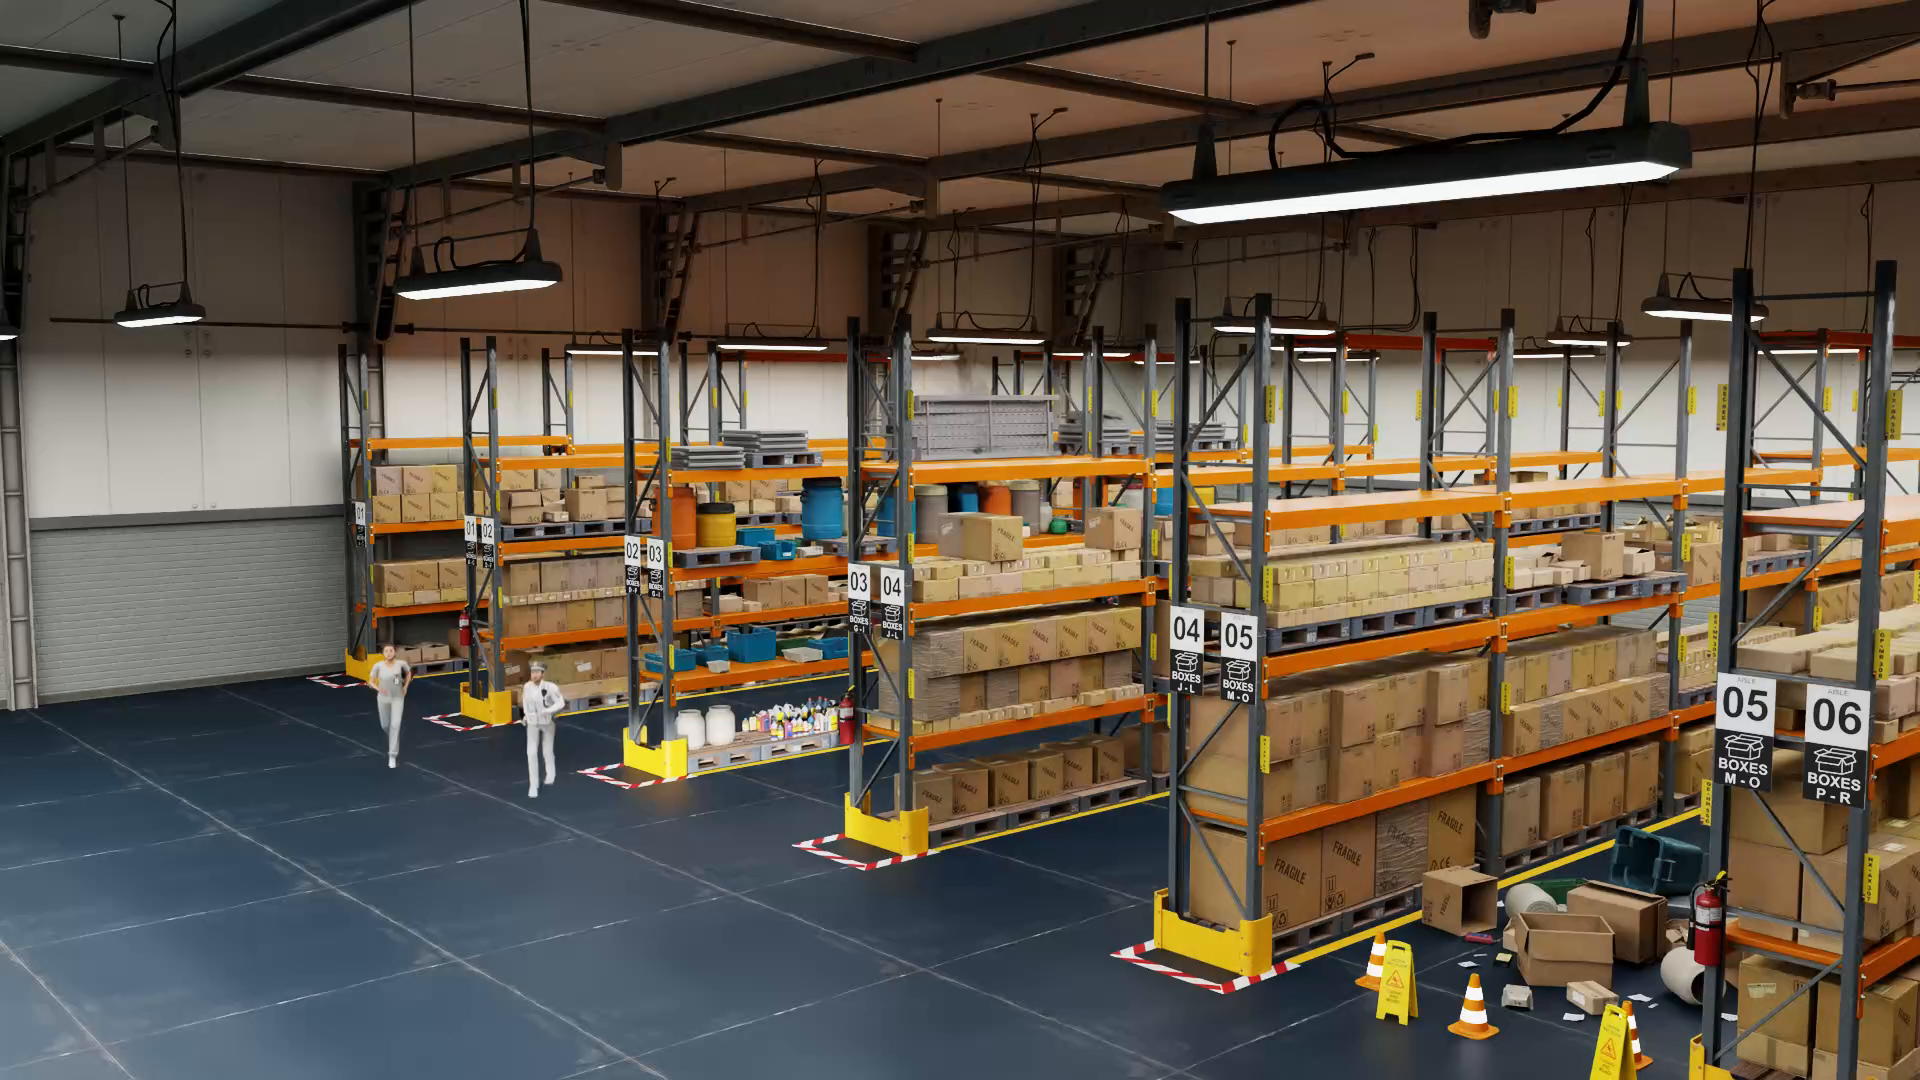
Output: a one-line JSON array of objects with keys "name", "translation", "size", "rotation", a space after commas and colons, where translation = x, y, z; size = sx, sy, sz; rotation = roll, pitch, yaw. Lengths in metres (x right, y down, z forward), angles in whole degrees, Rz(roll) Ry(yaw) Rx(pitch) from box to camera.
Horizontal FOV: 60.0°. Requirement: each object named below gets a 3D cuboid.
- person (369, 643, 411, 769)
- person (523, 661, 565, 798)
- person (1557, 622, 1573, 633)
[{"name": "person", "translation": [-7.971, 2.262, 23.259], "size": [0.535, 1.674, 1.126], "rotation": [-1, 5, -9]}, {"name": "person", "translation": [-5.375, 2.409, 21.463], "size": [0.599, 1.747, 0.753], "rotation": [0, 5, 1]}, {"name": "person", "translation": [9.328, 2.042, 25.748], "size": [0.629, 1.662, 0.539], "rotation": [5, 7, 43]}]
